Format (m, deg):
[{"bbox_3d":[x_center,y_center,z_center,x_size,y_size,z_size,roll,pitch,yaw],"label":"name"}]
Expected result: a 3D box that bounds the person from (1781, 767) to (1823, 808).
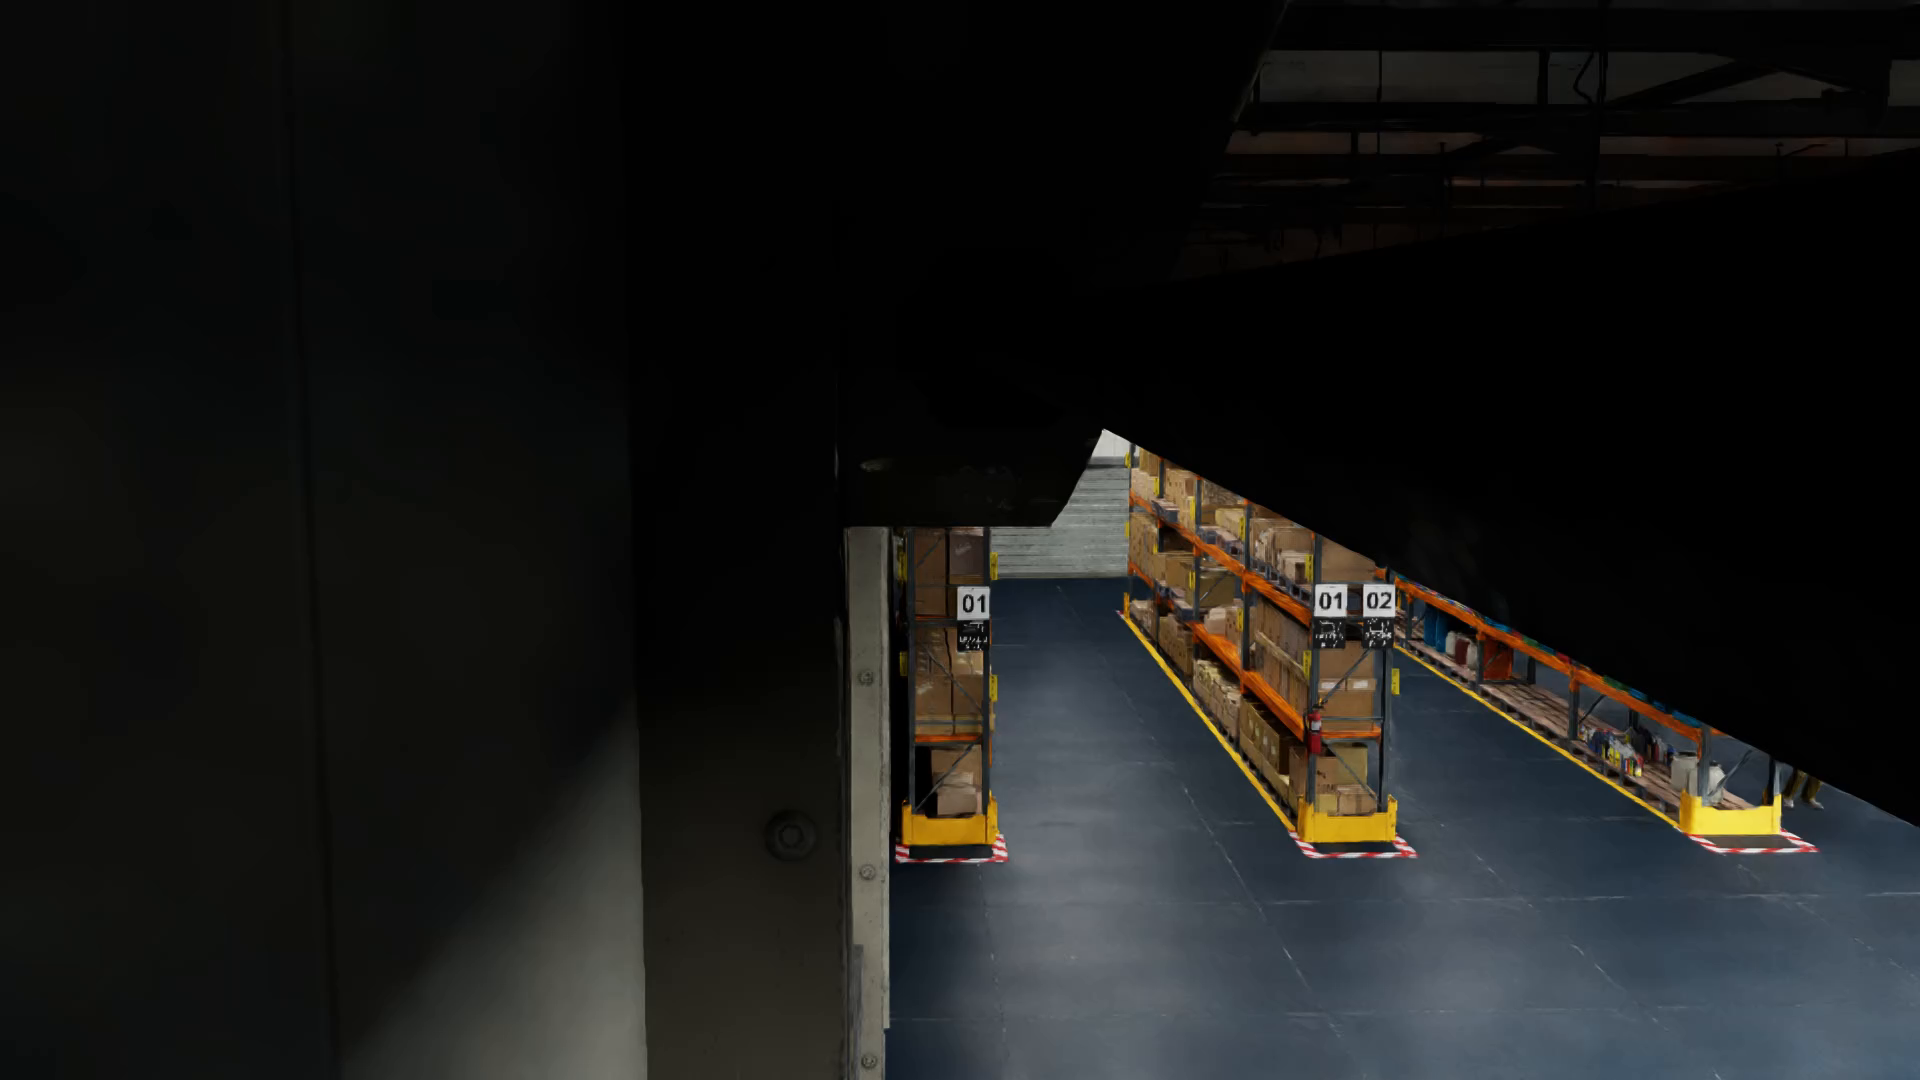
[{"bbox_3d":[11.174,2.683,21.877,0.729,1.733,0.546,-1,7,-4],"label":"person"}]
